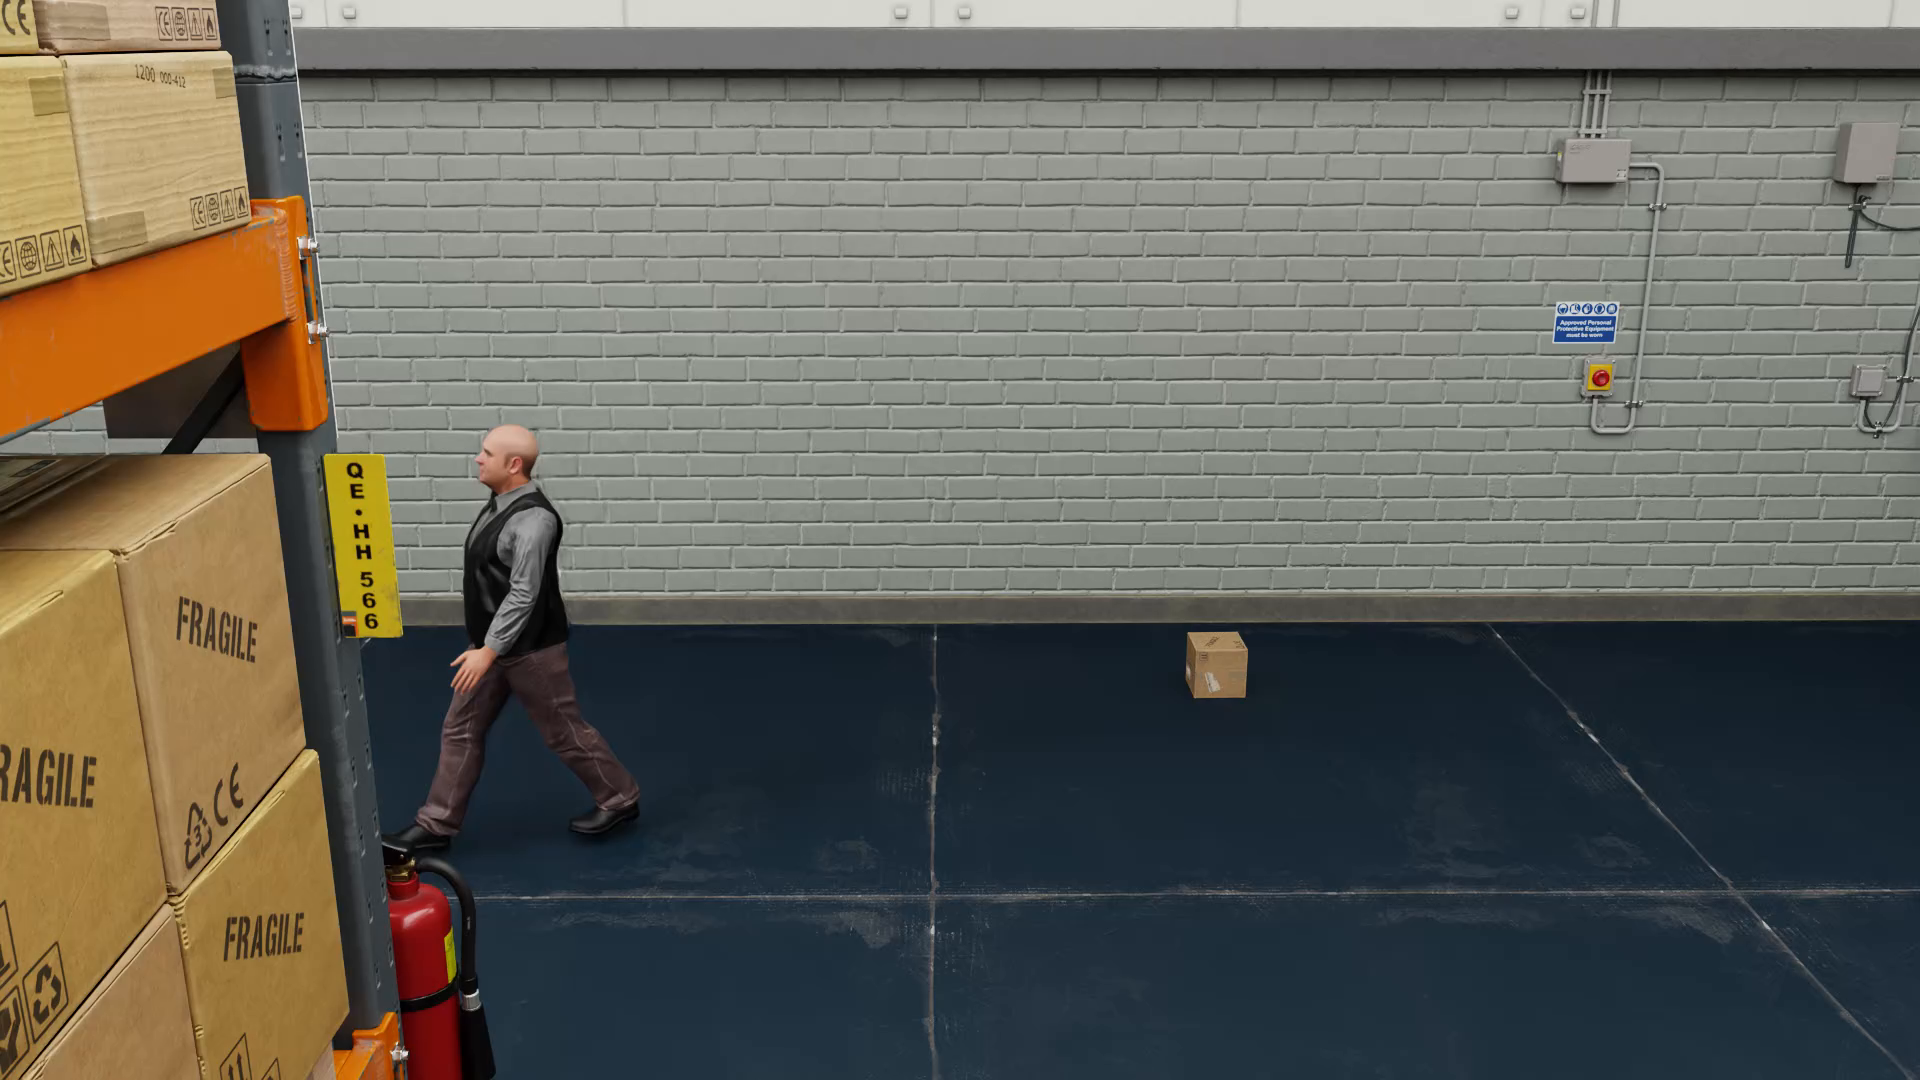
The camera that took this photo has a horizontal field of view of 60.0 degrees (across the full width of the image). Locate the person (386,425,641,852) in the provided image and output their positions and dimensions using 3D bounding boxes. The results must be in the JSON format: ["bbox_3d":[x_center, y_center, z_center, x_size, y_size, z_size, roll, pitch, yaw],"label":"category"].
[{"bbox_3d":[-1.742,0.398,6.271,1.021,1.667,0.548,-10,20,-30],"label":"person"}]
